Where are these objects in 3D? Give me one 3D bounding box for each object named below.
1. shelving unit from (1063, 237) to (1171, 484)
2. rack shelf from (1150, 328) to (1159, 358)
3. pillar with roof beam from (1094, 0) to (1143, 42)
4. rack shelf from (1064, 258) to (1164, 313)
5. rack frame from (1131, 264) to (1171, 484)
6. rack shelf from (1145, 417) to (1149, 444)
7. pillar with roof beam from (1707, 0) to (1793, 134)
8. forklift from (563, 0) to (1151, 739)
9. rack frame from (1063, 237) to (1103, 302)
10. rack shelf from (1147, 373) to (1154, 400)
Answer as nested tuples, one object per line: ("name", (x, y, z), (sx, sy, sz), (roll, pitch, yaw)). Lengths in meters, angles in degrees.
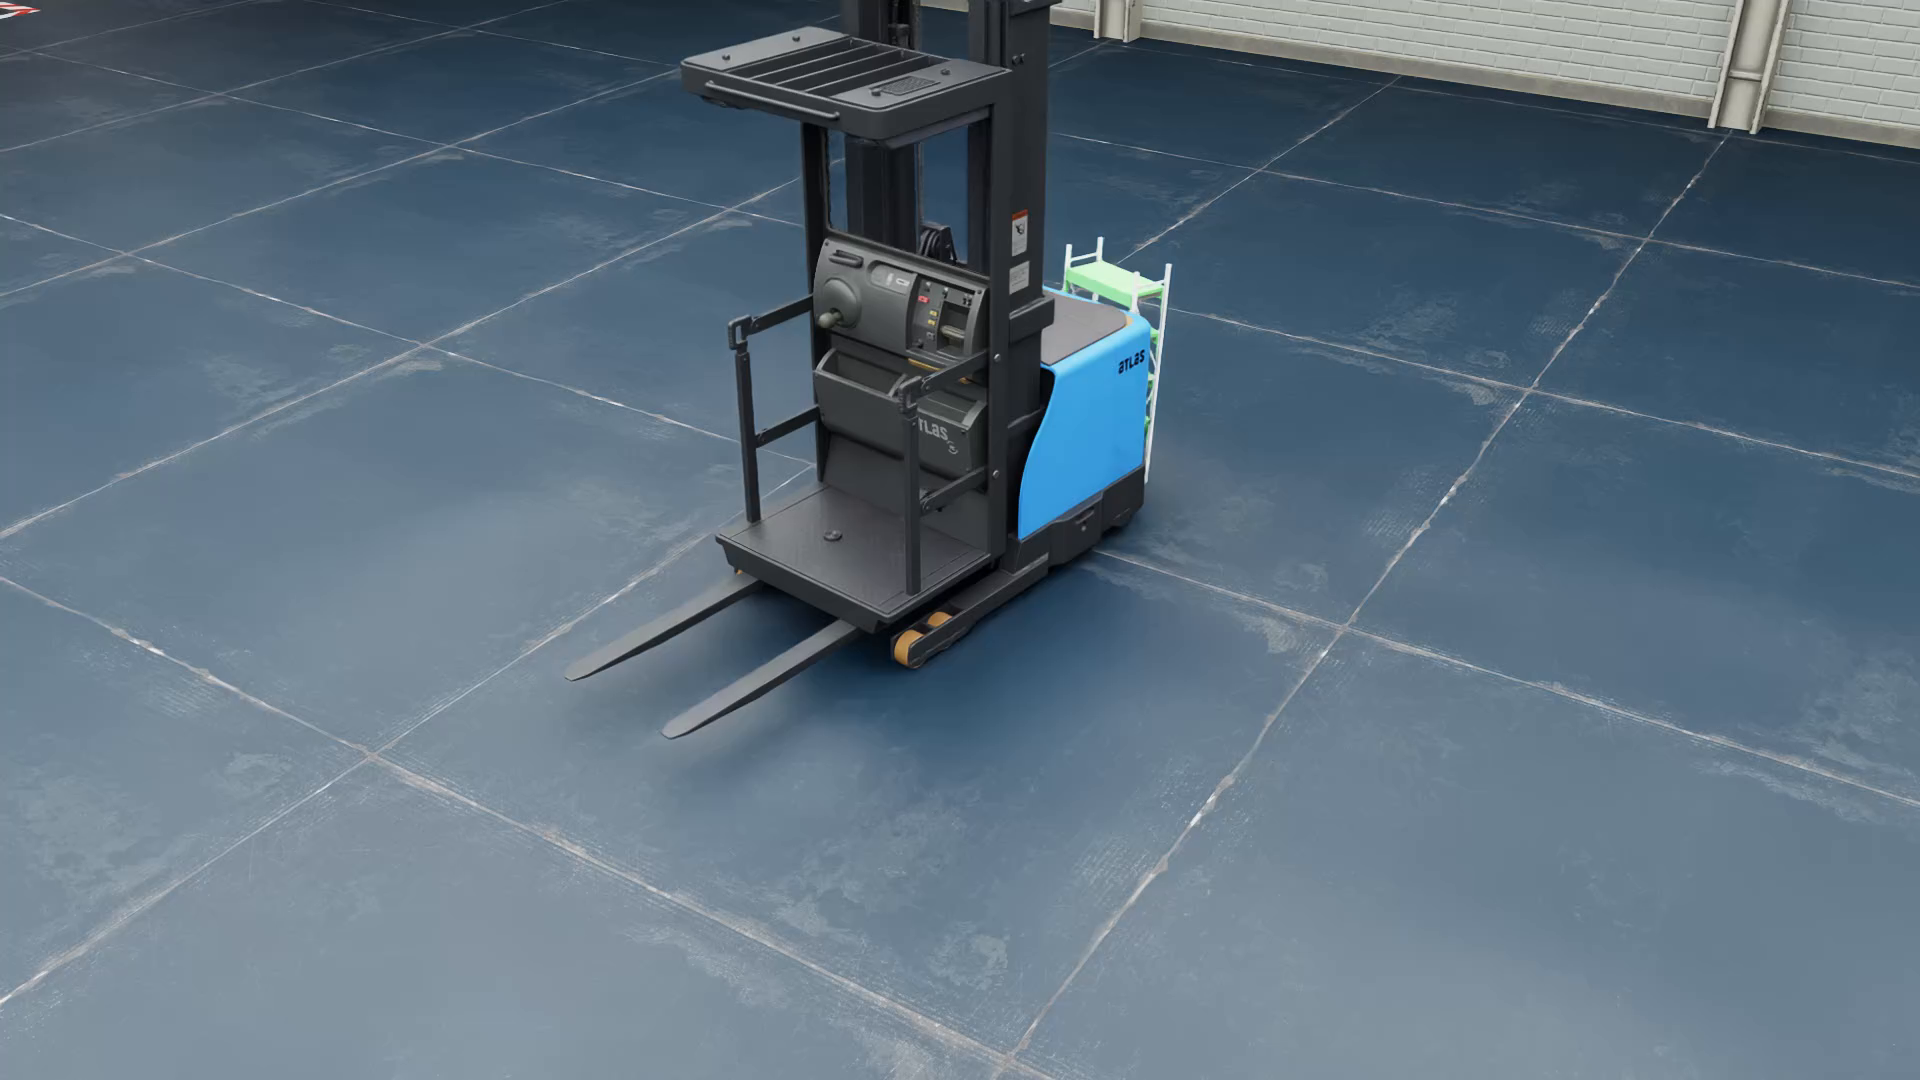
("shelving unit", (0.763, -0.896, 8.581), (0.258, 1.200, 0.503), (-19, 35, -35))
("rack shelf", (0.771, -1.051, 8.498), (0.258, 0.148, 0.480), (-19, 35, -35))
("pillar with roof beam", (-0.667, -7.235, 11.722), (0.400, 9.000, 9.100), (18, 35, 27))
("rack shelf", (0.782, -1.263, 8.384), (0.258, 0.148, 0.480), (-19, 35, -35))
("rack frame", (0.917, -0.801, 8.417), (0.240, 1.200, 0.015), (-19, 35, -35))
("rack shelf", (0.749, -0.628, 8.724), (0.258, 0.148, 0.480), (-19, 35, -35))
("pillar with roof beam", (4.415, -5.628, 8.967), (0.400, 9.000, 9.100), (18, 35, 27))
("forklift", (-0.406, -0.990, 7.038), (1.130, 2.935, 3.031), (23, 37, 34))
("rack frame", (0.609, -0.991, 8.744), (0.240, 1.200, 0.015), (-19, 35, -35))
("rack shelf", (0.760, -0.840, 8.611), (0.258, 0.148, 0.480), (-19, 35, -35))
